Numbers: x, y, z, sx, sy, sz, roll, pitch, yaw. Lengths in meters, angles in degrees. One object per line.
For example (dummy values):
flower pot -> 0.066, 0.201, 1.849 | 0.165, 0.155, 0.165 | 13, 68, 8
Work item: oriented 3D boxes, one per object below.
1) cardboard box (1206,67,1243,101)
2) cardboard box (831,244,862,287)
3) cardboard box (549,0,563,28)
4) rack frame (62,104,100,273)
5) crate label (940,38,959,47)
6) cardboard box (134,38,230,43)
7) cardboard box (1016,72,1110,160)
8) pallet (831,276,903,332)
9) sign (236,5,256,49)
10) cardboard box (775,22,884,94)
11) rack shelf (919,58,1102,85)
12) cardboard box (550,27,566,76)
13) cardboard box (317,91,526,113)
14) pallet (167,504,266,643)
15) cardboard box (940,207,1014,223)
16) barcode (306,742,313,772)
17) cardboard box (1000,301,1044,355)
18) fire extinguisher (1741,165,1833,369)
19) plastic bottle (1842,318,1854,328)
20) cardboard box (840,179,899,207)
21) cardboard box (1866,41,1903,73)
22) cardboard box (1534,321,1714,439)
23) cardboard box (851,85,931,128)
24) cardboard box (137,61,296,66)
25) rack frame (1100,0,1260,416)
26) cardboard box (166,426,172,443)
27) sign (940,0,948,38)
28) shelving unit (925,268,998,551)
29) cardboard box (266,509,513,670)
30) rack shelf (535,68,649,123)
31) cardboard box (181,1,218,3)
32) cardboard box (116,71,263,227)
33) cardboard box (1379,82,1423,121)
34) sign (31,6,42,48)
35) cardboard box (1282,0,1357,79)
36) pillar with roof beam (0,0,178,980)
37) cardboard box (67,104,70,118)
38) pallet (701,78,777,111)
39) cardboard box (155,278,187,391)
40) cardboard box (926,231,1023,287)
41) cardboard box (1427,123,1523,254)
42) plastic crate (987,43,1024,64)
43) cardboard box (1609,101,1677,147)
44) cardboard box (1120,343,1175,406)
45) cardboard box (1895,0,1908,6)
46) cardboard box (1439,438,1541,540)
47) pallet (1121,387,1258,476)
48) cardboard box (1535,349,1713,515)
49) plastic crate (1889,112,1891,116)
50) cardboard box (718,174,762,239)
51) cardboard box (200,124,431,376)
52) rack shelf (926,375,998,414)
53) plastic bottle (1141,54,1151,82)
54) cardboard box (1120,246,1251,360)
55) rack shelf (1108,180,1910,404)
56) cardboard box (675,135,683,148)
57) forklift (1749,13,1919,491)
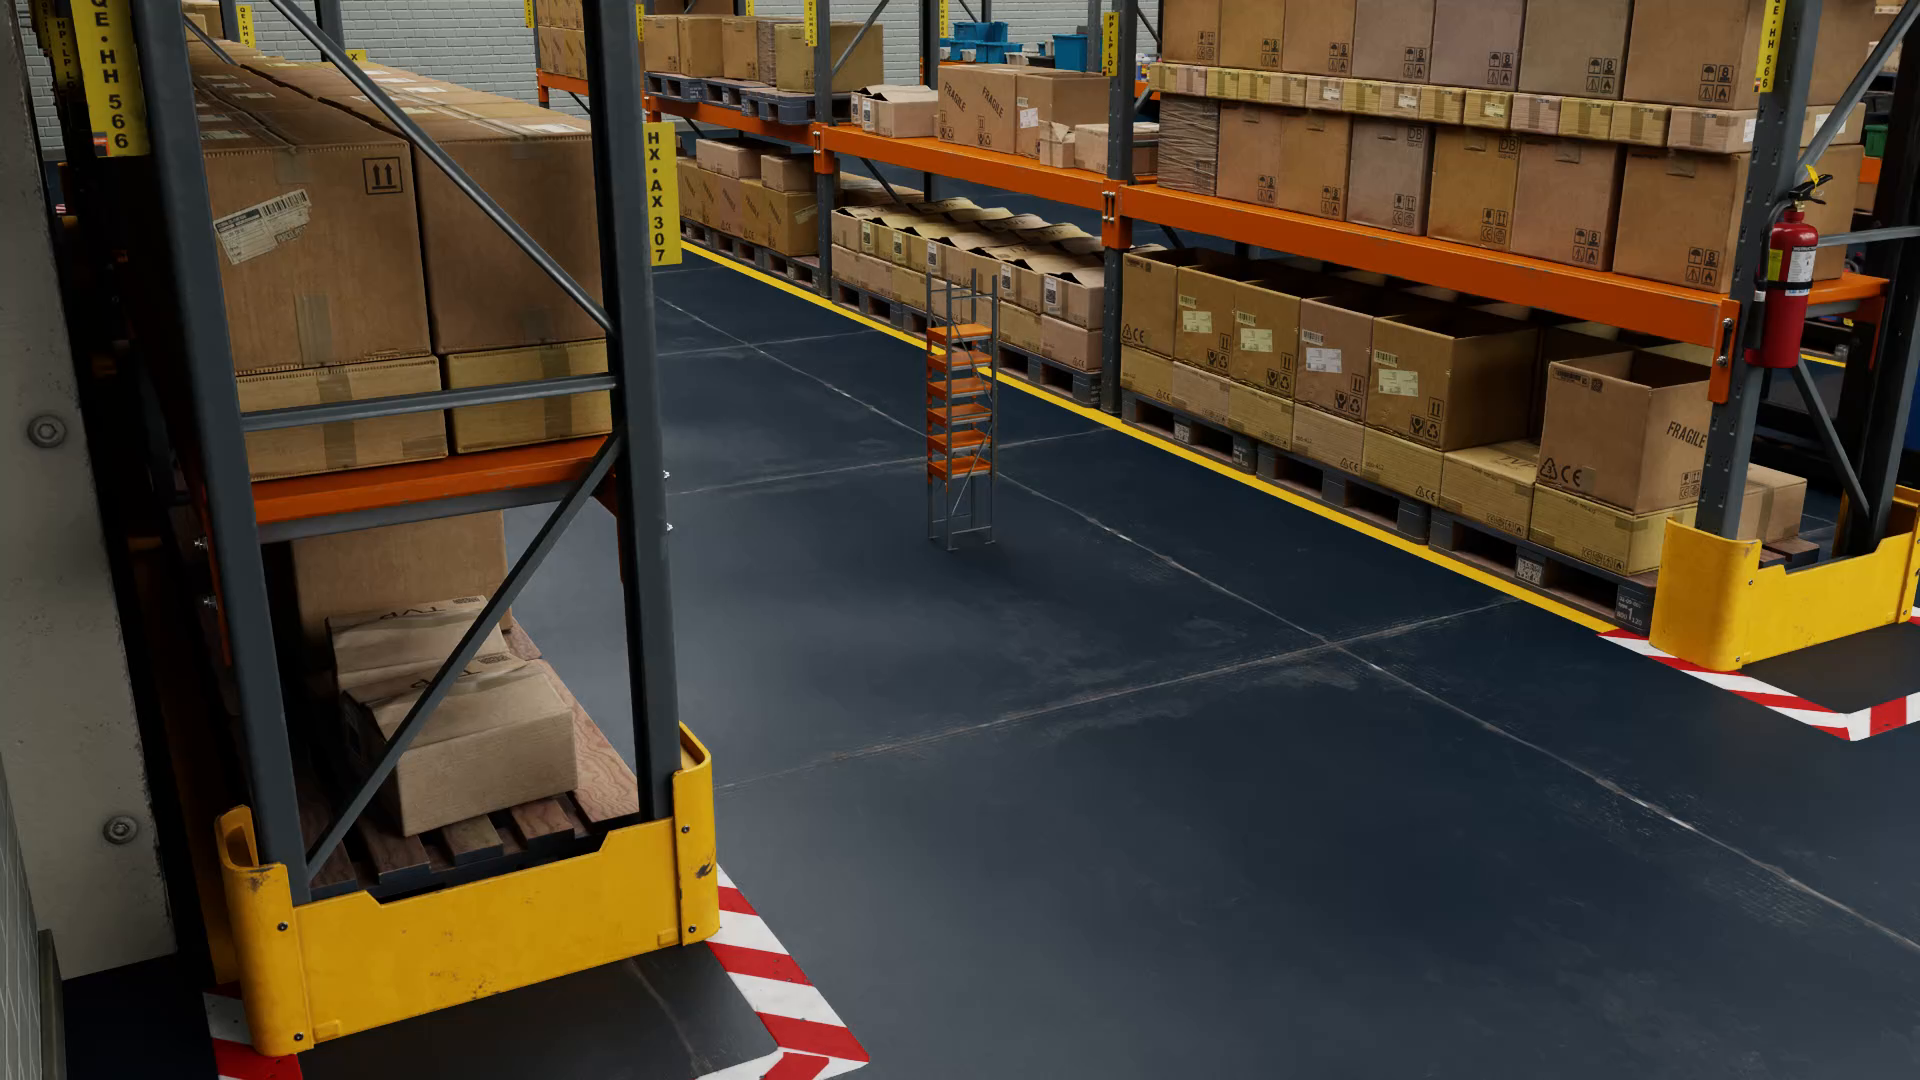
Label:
cardboard box -> 1.479, -2.325, 8.456 | 0.380, 0.149, 0.250 | -11, 22, -28
cardboard box -> -0.631, -2.076, 12.452 | 0.500, 0.250, 0.500 | -10, 21, -27
cardboard box -> -4.186, -5.872, 18.196 | 0.500, 0.500, 0.500 | -10, 21, -26
rack frame -> -6.878, -3.753, 13.740 | 1.000, 3.000, 0.127 | -10, 21, -27
crate label -> -0.231, -6.263, 21.179 | 0.416, 0.233, 0.303 | -10, 21, -27
cardboard box -> -4.747, -2.726, 9.938 | 0.700, 0.500, 0.500 | -13, 23, -33
cardboard box -> 0.678, -2.646, 10.380 | 0.500, 0.500, 0.500 | -8, 21, -23
pallet -> -0.264, -1.812, 12.392 | 1.003, 0.211, 1.213 | -10, 21, -27
sign -> -4.506, -3.201, 10.488 | 0.100, 0.325, 0.005 | -10, 21, -27
cardboard box -> -1.019, -3.782, 13.028 | 0.500, 0.500, 0.700 | 16, 25, 39
rack shelf -> 0.891, -5.521, 19.968 | 1.077, 0.370, 4.000 | -10, 21, -27
cardboard box -> -4.192, -5.401, 18.364 | 0.500, 0.500, 0.500 | -10, 22, -27
cardboard box -> -1.608, -1.077, 5.036 | 0.500, 0.500, 0.500 | -11, 22, -28
pallet -> -2.729, 0.049, 6.997 | 1.003, 0.211, 1.213 | -10, 21, -27
cardboard box -> 0.097, -2.276, 12.173 | 0.500, 0.311, 0.500 | -10, 22, -27
barcode -> -1.790, 0.595, 4.574 | 0.001, 0.075, 0.075 | -10, 21, -27
cardboard box -> 0.588, -1.343, 10.328 | 0.500, 0.250, 0.500 | -10, 22, -27
fire extinguisher -> 2.825, -0.934, 5.689 | 0.296, 0.674, 0.183 | -10, 21, -27
plastic bottle -> 5.789, -1.511, 10.732 | 0.061, 0.283, 0.133 | -9, 21, -24
cardboard box -> -0.839, -2.723, 13.915 | 0.500, 0.500, 0.500 | -11, 22, -29
cardboard box -> 8.692, -4.517, 15.541 | 0.500, 0.250, 0.500 | -11, 22, -28
cardboard box -> 2.880, -0.661, 7.202 | 0.500, 0.500, 0.500 | -10, 21, -27
cardboard box -> -0.487, -3.219, 12.331 | 0.500, 0.311, 0.500 | -9, 21, -23
cardboard box -> -3.291, -1.863, 7.435 | 0.700, 0.500, 0.500 | -10, 21, -26
rack frame -> 1.279, -2.225, 9.311 | 1.000, 3.000, 0.127 | -10, 21, -27
cardboard box -> -3.733, -0.832, 8.433 | 0.700, 0.500, 0.500 | -10, 22, -28
sign -> -0.134, -4.007, 12.702 | 0.100, 0.325, 0.005 | -10, 21, -27
shelving unit -> 0.007, -0.563, 7.255 | 0.258, 1.200, 0.189 | -10, 21, -27
cardboard box -> -2.004, 0.071, 5.816 | 0.700, 0.500, 0.500 | -12, 22, -30
rack shelf -> -3.470, -4.755, 17.748 | 1.077, 0.370, 4.000 | -10, 21, -27
cardboard box -> -5.223, -3.481, 11.162 | 0.500, 0.250, 0.500 | -10, 22, -27
cardboard box -> -2.798, -1.433, 6.067 | 0.500, 0.500, 0.500 | -10, 21, -27
cardboard box -> 2.090, -1.955, 7.383 | 0.380, 0.149, 0.250 | -10, 22, -27
sign -> -7.366, -4.113, 13.335 | 0.100, 0.325, 0.005 | -10, 21, -27
cardboard box -> 1.973, -2.470, 7.880 | 0.700, 0.500, 0.500 | -10, 21, -27
pillar with roof beam -> 1.515, -3.878, 4.905 | 9.100, 9.000, 0.400 | -10, 21, -27
cardboard box -> -5.905, -3.189, 11.466 | 0.500, 0.500, 0.500 | -10, 21, -26
pallet -> -1.548, -3.840, 14.286 | 1.003, 0.211, 1.213 | -10, 21, -27
cardboard box -> -2.071, -0.642, 4.923 | 0.500, 0.250, 0.500 | -10, 21, -27
cardboard box -> 0.111, -1.897, 11.074 | 0.500, 0.311, 0.500 | -10, 22, -27
cardboard box -> 2.483, -1.553, 7.212 | 0.700, 0.500, 0.500 | -10, 21, -26
plastic crate -> 0.536, -5.799, 19.834 | 0.416, 0.233, 0.300 | -10, 21, -27
cardboard box -> 2.703, -1.585, 6.311 | 0.380, 0.149, 0.250 | -9, 21, -25
cardboard box -> 1.232, -0.943, 9.169 | 0.500, 0.250, 0.500 | -10, 21, -27
cardboard box -> 14.454, -8.202, 24.948 | 0.500, 0.500, 0.500 | -10, 21, -27
cardboard box -> 2.415, -0.225, 7.088 | 0.500, 0.250, 0.500 | -10, 21, -27
pallet -> 1.619, -0.672, 9.086 | 1.003, 0.211, 1.213 | -10, 21, -27
cardboard box -> 2.661, -0.437, 6.554 | 0.500, 0.500, 0.500 | -10, 21, -27
plastic crate -> 6.404, -2.645, 10.757 | 0.499, 0.251, 0.616 | -10, 21, -27
cardboard box -> -1.772, -2.930, 14.512 | 0.500, 0.500, 0.500 | -11, 22, -29
cardboard box -> -1.591, -0.703, 3.953 | 0.500, 0.500, 0.500 | -10, 22, -27
rack shelf -> 0.007, -0.634, 7.231 | 0.258, 0.103, 0.180 | -10, 21, -27
plastic bottle -> 1.930, -4.892, 17.239 | 0.097, 0.271, 0.097 | 0, 19, 0
cardboard box -> 1.223, -1.296, 9.043 | 0.500, 0.500, 0.500 | -10, 21, -27
rack shelf -> 2.228, -1.310, 7.765 | 1.077, 0.370, 4.000 | -10, 21, -27
cardboard box -> -3.417, -4.087, 17.863 | 0.797, 0.503, 0.637 | -10, 21, -27
forklift -> 4.627, -1.757, 8.062 | 1.130, 2.935, 3.031 | -9, 21, -24
